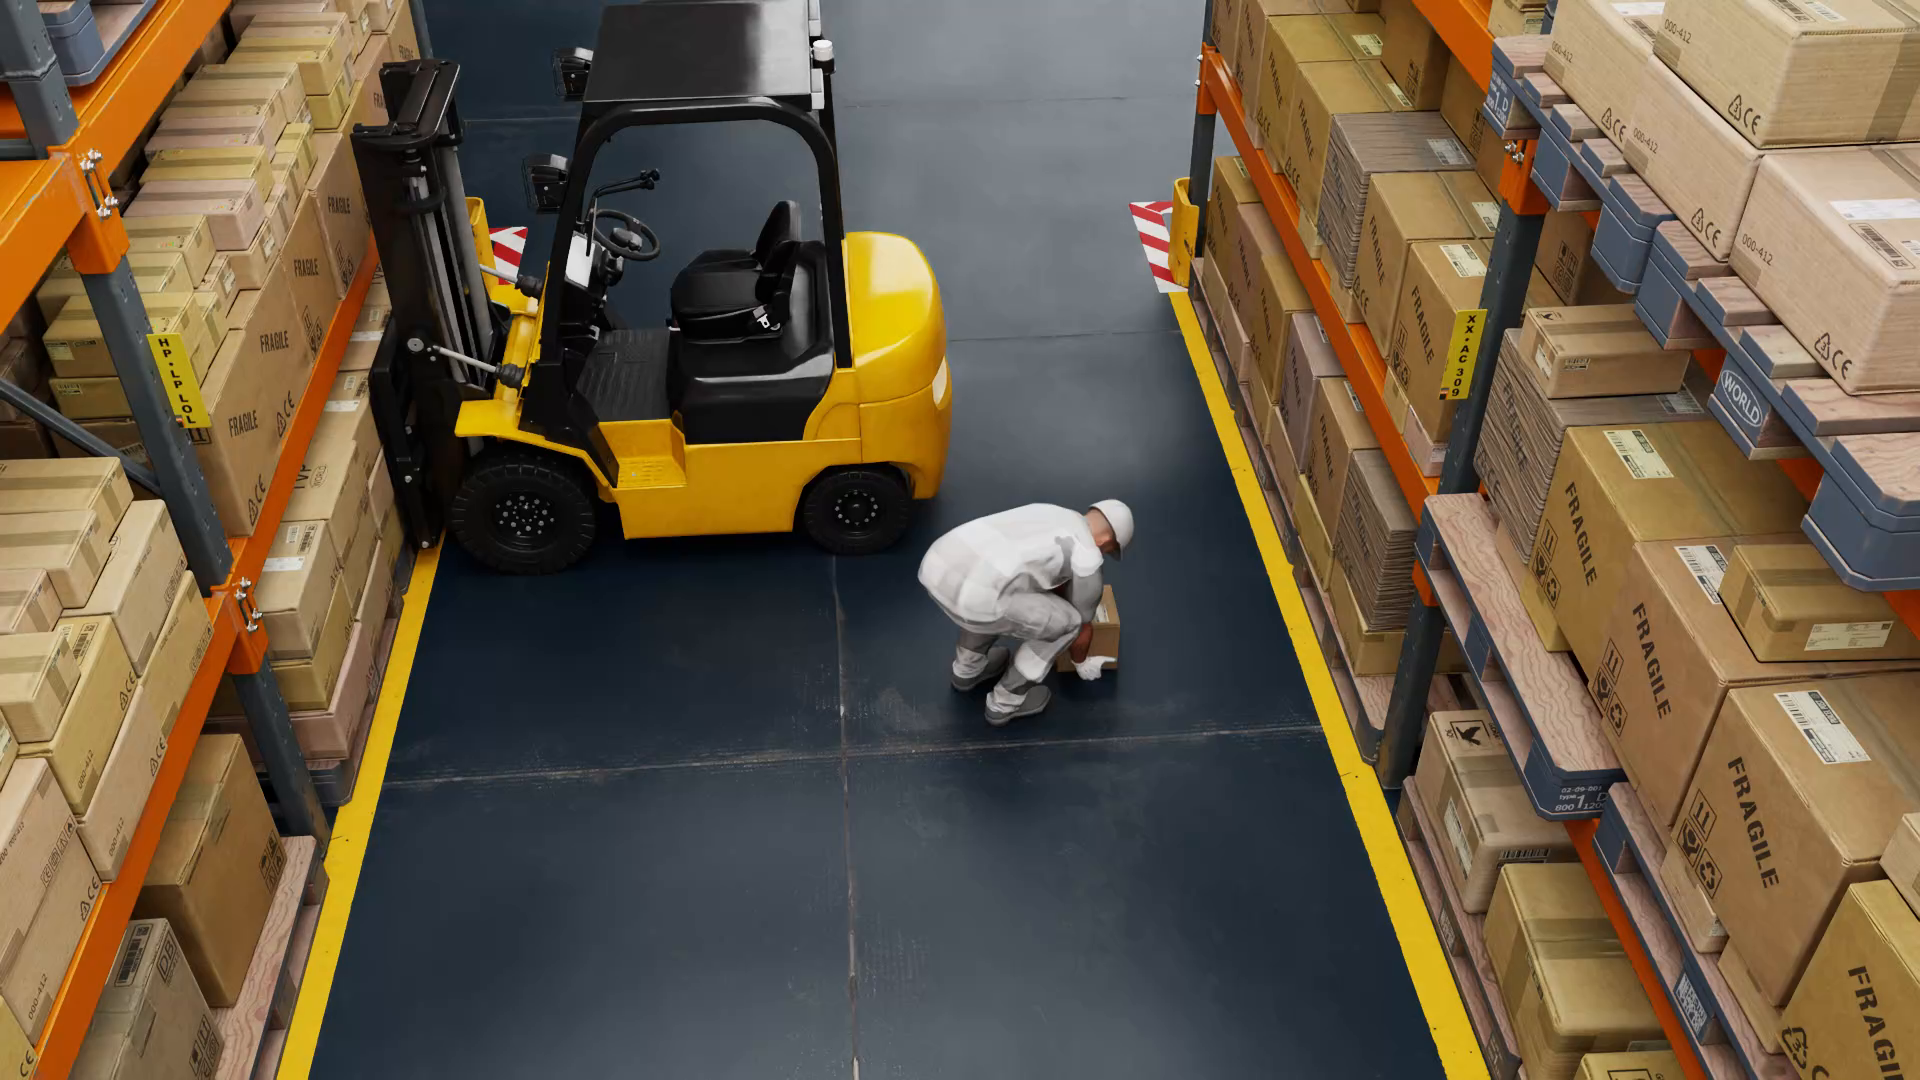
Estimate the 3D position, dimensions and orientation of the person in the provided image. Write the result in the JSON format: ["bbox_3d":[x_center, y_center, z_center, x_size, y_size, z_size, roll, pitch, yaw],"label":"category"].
[{"bbox_3d":[0.288,0.227,6.599,0.962,0.895,0.535,-25,45,-28],"label":"person"}]
